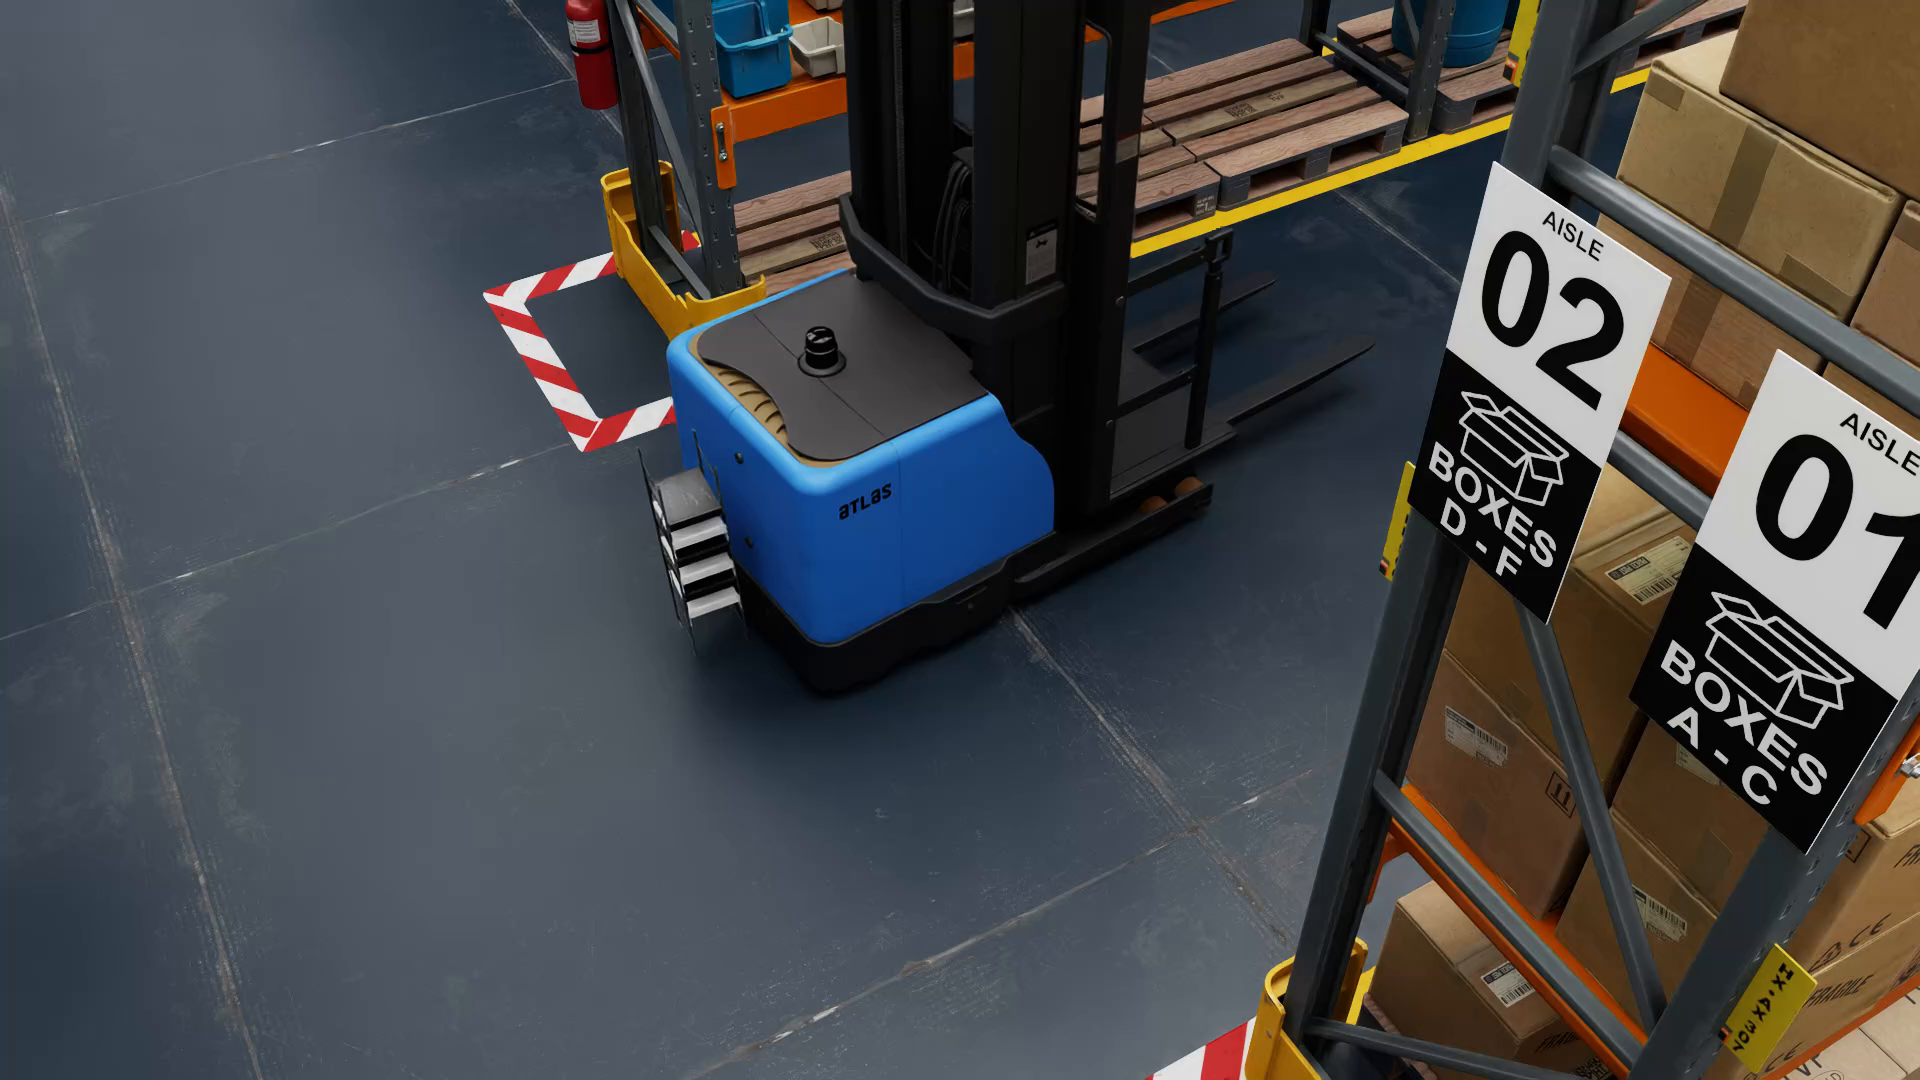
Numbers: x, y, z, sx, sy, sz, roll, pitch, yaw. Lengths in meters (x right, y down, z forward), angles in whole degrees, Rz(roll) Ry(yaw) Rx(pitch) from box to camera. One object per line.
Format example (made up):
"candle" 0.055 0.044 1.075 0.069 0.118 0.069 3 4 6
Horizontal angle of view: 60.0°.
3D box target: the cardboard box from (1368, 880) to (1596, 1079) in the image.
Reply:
"cardboard box" 1.567 1.254 4.783 0.500 0.500 0.500 -22 48 -21

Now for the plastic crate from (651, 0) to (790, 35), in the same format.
"plastic crate" -1.049 -2.403 7.004 0.499 0.435 0.616 -22 48 -21

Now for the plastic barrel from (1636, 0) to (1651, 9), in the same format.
"plastic barrel" 3.850 -3.352 9.535 0.421 0.512 0.421 0 44 0

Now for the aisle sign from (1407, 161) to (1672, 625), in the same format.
"aisle sign" 1.006 -0.242 2.979 0.004 0.787 0.394 -22 48 -21

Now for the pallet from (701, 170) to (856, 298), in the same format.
"pallet" -0.512 -1.402 8.043 1.213 0.211 1.003 -22 48 -21

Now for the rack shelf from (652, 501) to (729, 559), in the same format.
"rack shelf" -0.969 -0.070 5.960 0.200 0.077 0.258 -20 48 -16

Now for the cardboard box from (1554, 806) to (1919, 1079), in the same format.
"cardboard box" 1.734 0.822 3.678 0.500 0.500 0.500 -21 48 -20

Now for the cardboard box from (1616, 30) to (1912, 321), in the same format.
"cardboard box" 1.536 -0.682 2.894 0.500 0.250 0.500 -22 48 -21

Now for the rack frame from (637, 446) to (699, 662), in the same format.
"rack frame" -1.055 0.067 6.035 0.006 0.900 0.240 -20 48 -16

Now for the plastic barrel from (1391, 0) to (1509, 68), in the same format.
"plastic barrel" 2.702 -3.104 9.000 0.708 0.901 0.600 -22 48 -21

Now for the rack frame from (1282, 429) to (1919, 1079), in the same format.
"rack frame" 1.218 0.852 3.718 0.127 3.000 1.000 -22 48 -21

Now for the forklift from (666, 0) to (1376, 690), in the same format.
"forklift" 0.419 -1.337 6.023 3.031 2.935 1.130 -27 50 -25

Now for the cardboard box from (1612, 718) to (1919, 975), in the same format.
"cardboard box" 1.734 0.463 3.330 0.500 0.500 0.500 -20 48 -20

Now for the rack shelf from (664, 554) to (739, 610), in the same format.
"rack shelf" -0.959 0.120 6.151 0.200 0.077 0.258 -20 48 -16

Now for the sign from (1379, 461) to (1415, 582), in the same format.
"sign" 0.959 -0.019 3.557 0.005 0.325 0.100 -22 48 -21

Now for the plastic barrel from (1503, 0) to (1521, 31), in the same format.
"plastic barrel" 3.316 -3.350 9.253 0.708 0.901 0.600 -22 48 -21

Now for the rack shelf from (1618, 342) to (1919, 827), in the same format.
"rack shelf" 2.952 -0.660 3.639 4.000 0.370 1.077 -22 48 -21

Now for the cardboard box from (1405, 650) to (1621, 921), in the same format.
"cardboard box" 1.471 0.497 4.013 0.500 0.500 0.500 -20 48 -20

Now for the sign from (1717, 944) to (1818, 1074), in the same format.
"sign" 1.488 0.869 3.079 0.005 0.325 0.100 -22 48 -21

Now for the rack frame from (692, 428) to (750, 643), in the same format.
"rack frame" -0.872 0.000 6.092 0.006 0.900 0.240 -20 48 -16

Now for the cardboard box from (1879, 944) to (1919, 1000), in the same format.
"cardboard box" 2.179 0.639 3.866 0.500 0.500 0.500 -22 48 -21

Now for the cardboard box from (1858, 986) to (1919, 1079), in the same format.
"cardboard box" 2.698 1.317 4.898 0.500 0.250 0.500 -22 48 -21

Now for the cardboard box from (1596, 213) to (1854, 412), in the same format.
"cardboard box" 1.532 -0.508 3.073 0.500 0.250 0.500 -22 48 -21

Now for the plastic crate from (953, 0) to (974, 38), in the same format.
"plastic crate" 0.039 -2.251 7.062 0.298 0.136 0.250 -22 48 -21

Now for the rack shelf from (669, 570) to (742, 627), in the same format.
"rack shelf" -0.955 0.184 6.215 0.200 0.077 0.258 -20 48 -16

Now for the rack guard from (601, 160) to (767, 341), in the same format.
"rack guard" -1.261 -1.227 7.655 0.348 0.500 1.175 -22 48 -21

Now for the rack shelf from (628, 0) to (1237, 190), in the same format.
"rack shelf" 0.488 -2.576 7.767 4.000 0.370 1.077 -22 48 -21

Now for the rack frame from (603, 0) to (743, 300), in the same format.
"rack frame" -1.247 -2.140 6.802 0.127 3.000 1.000 -22 48 -21

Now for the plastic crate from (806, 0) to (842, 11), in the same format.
"plastic crate" -0.630 -2.459 7.277 0.243 0.136 0.396 -22 48 -21

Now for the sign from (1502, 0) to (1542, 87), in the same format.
"sign" 0.959 -0.884 2.718 0.005 0.325 0.100 -22 48 -21

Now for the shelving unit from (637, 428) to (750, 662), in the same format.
"shelving unit" -0.963 0.033 6.063 0.210 0.900 0.258 -20 48 -16

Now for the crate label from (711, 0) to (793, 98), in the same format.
"crate label" -0.868 -1.989 6.722 0.303 0.233 0.416 -22 48 -21

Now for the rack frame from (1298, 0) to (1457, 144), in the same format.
"rack frame" 2.222 -3.528 8.232 0.127 3.000 1.000 -22 48 -21

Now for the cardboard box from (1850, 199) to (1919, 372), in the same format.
"cardboard box" 1.793 -0.371 2.573 0.500 0.250 0.500 -22 48 -21

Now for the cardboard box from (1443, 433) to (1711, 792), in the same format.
"cardboard box" 1.467 0.137 3.665 0.500 0.500 0.500 -22 48 -21

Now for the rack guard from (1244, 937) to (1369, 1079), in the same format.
"rack guard" 1.284 1.723 4.616 0.348 0.500 1.175 -22 48 -21

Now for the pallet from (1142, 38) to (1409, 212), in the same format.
"pallet" 1.603 -2.249 8.916 1.213 0.211 1.003 -22 48 -21

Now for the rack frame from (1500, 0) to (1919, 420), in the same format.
"rack frame" 1.218 -1.301 1.629 0.127 3.000 1.000 -22 48 -21

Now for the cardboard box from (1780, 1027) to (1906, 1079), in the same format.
"cardboard box" 2.264 1.490 4.719 0.500 0.250 0.500 -22 48 -21

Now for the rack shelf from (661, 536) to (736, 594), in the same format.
"rack shelf" -0.962 0.057 6.087 0.200 0.077 0.258 -20 48 -16

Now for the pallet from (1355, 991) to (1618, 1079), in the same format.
"pallet" 1.975 1.549 5.002 1.213 0.211 1.003 -22 48 -21

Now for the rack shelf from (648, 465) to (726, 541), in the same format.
"rack shelf" -0.972 -0.133 5.896 0.200 0.077 0.258 -20 48 -16

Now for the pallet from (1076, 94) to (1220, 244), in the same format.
"pallet" 0.544 -1.823 8.477 1.213 0.211 1.003 -22 48 -21

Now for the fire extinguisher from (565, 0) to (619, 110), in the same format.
"fire extinguisher" -1.604 -2.201 7.187 0.183 0.674 0.296 -22 48 -21

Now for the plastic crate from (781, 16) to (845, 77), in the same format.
"plastic crate" -0.549 -2.015 6.819 0.298 0.136 0.250 -22 48 -21

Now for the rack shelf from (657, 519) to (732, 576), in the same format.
"rack shelf" -0.965 -0.006 6.023 0.200 0.077 0.258 -20 48 -16

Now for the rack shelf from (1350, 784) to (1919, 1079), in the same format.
"rack shelf" 2.952 0.416 4.684 4.000 0.370 1.077 -22 48 -21

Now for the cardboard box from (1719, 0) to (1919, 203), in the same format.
"cardboard box" 1.655 -0.807 2.484 0.500 0.500 0.700 -22 48 -21

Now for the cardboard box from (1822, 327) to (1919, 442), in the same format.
"cardboard box" 1.790 -0.195 2.751 0.500 0.250 0.500 -22 48 -21

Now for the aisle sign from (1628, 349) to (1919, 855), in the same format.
"aisle sign" 1.305 0.120 2.606 0.004 0.787 0.394 -22 48 -21

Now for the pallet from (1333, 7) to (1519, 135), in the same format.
"pallet" 2.912 -2.770 9.453 1.213 0.211 1.003 -22 48 -21

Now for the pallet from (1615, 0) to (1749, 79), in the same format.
"pallet" 3.971 -3.196 9.892 1.213 0.211 1.003 -22 48 -21
